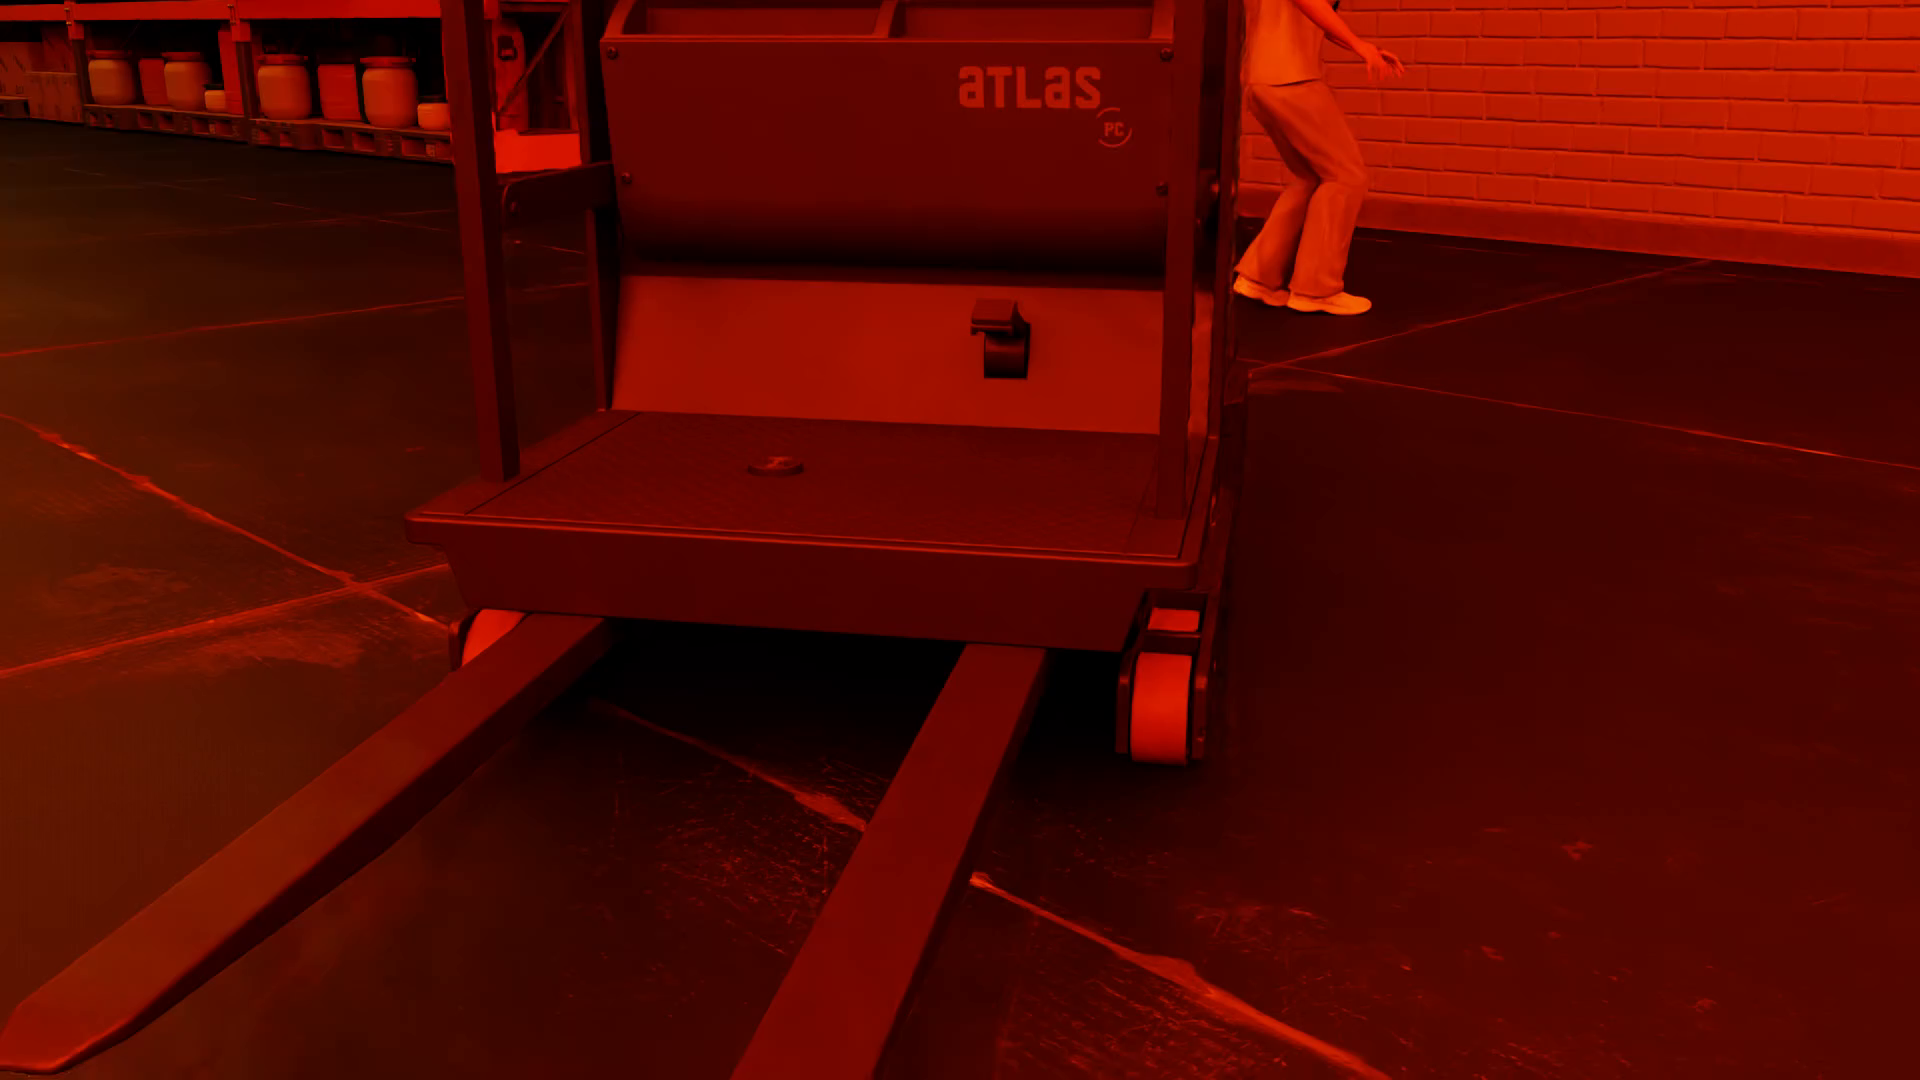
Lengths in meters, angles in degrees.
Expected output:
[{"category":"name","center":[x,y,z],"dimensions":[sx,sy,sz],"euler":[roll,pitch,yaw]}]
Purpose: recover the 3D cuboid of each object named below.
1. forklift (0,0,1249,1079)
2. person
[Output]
[{"category":"forklift","center":[-0.145,-1.196,2.299],"dimensions":[1.130,2.935,3.031],"euler":[3,17,11]},{"category":"person","center":[1.315,-1.591,5.891],"dimensions":[0.622,1.600,0.682],"euler":[0,17,-1]}]
